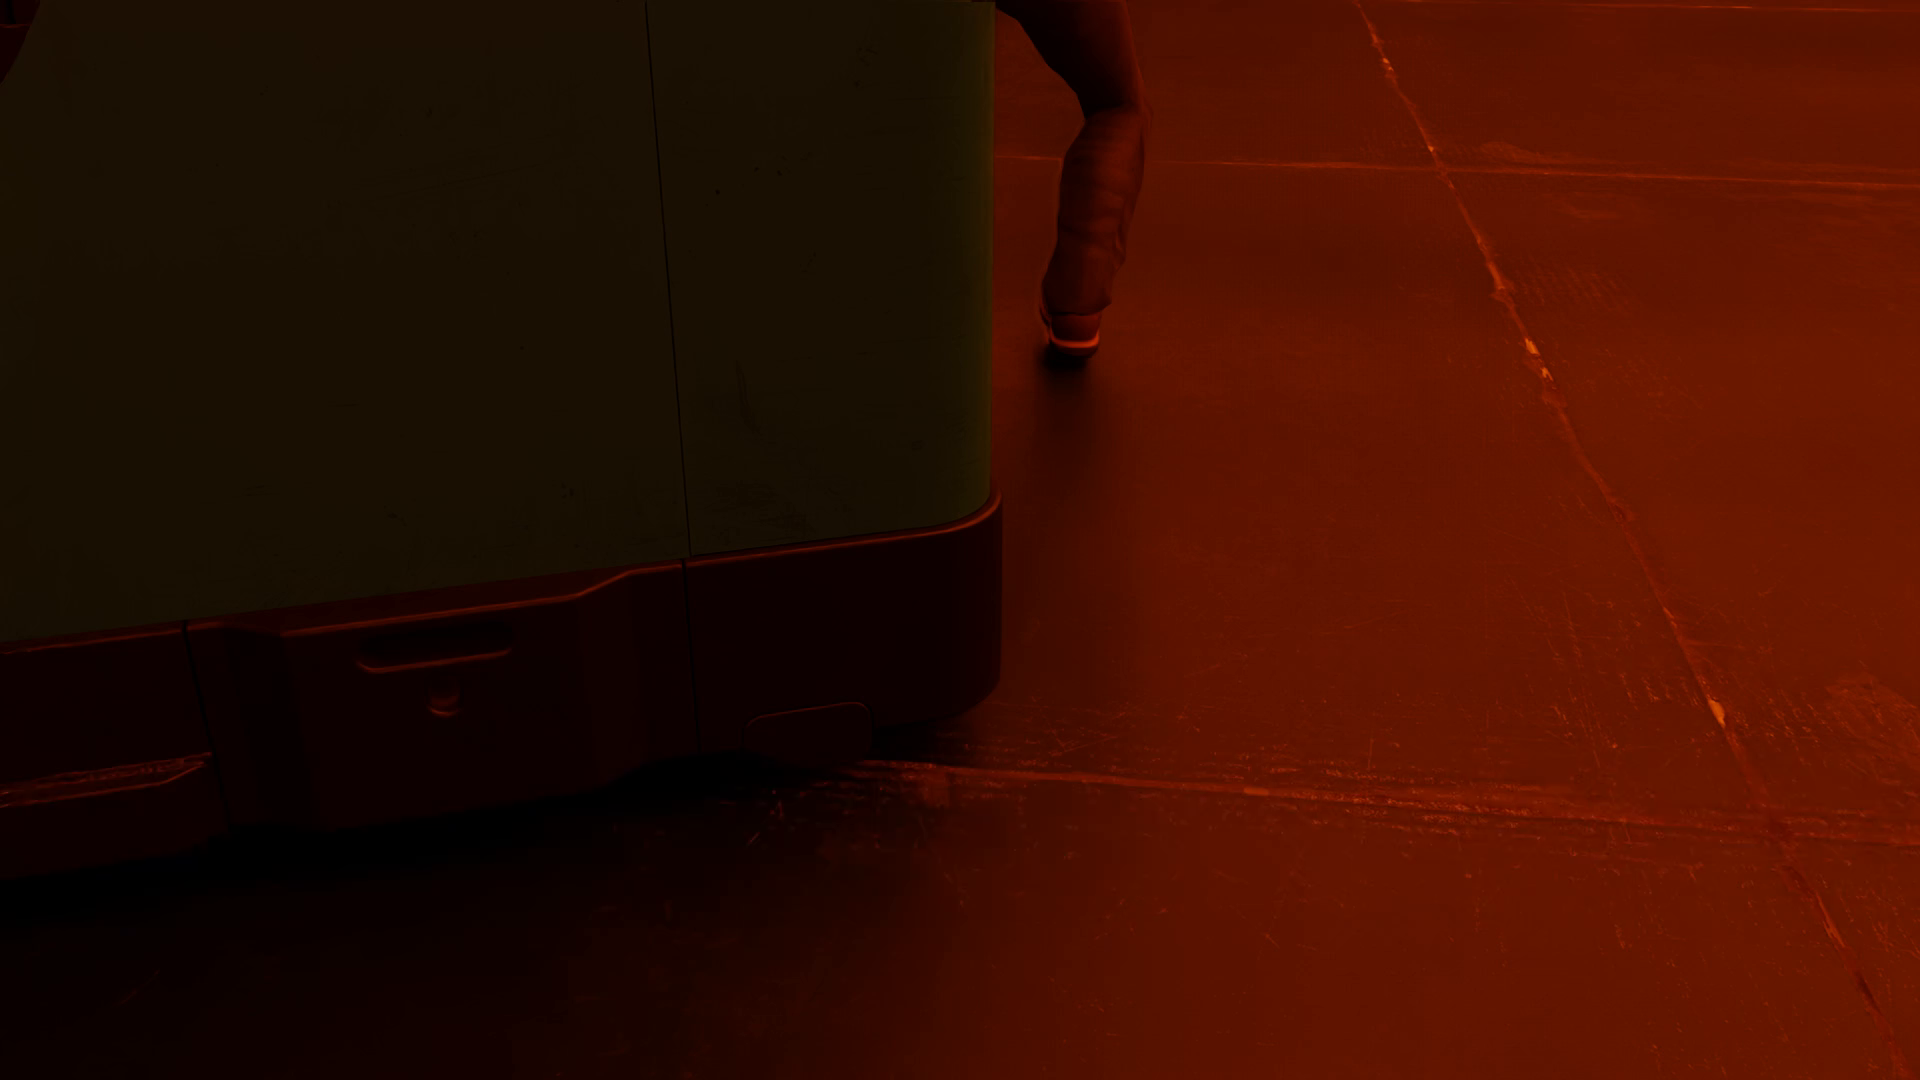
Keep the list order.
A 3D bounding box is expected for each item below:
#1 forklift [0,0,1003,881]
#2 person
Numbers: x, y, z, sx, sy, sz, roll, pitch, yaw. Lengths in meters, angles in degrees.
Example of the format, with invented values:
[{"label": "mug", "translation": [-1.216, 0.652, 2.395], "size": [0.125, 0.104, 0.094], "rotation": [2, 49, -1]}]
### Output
[{"label": "forklift", "translation": [-1.527, -1.094, 1.409], "size": [3.031, 2.935, 1.130], "rotation": [-7, 27, -14]}, {"label": "person", "translation": [0.153, -1.012, 2.878], "size": [0.965, 1.409, 0.747], "rotation": [-6, 27, -11]}]
